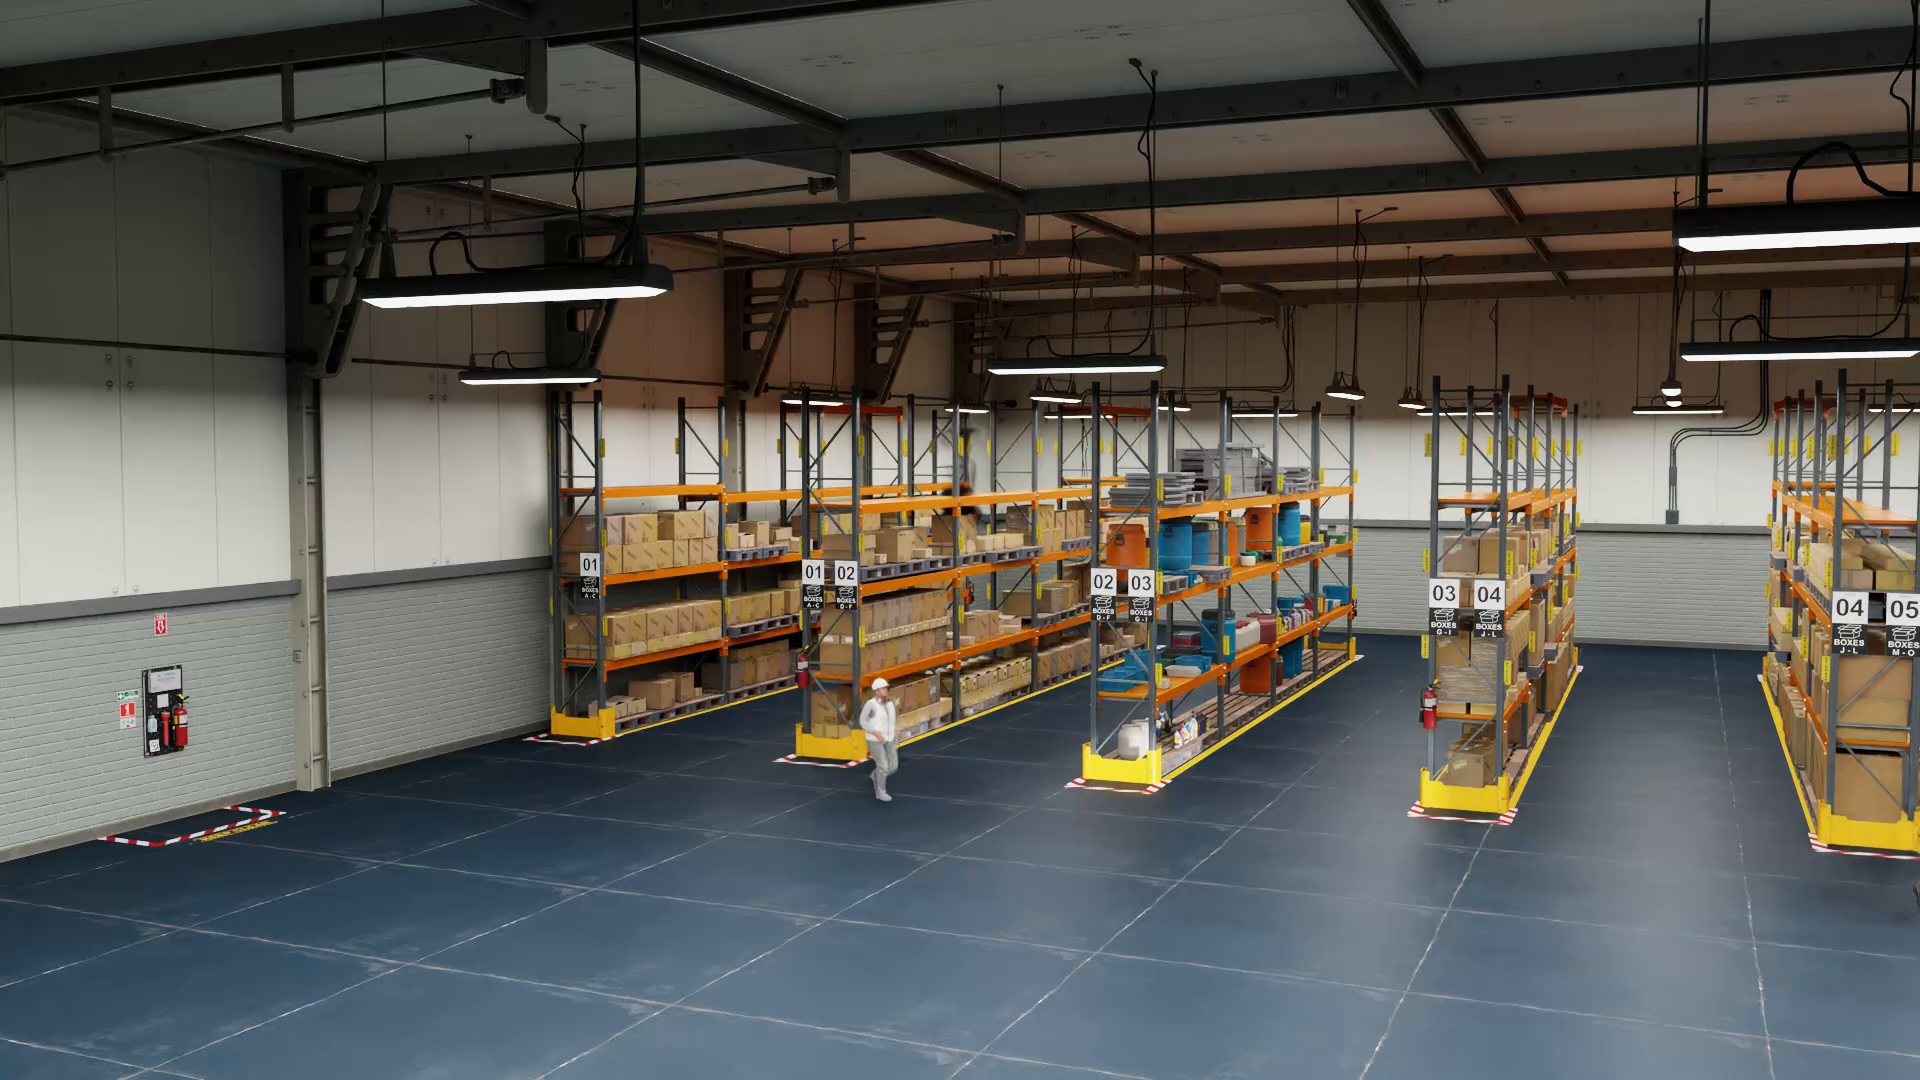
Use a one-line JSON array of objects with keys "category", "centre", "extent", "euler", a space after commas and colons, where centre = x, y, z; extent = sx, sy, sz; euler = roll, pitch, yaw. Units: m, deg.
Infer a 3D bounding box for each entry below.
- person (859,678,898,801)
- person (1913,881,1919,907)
[{"category": "person", "centre": [-1.159, 2.829, 23.667], "extent": [0.668, 1.737, 0.585], "euler": [-3, 4, -43]}, {"category": "person", "centre": [10.324, 3.248, 17.180], "extent": [0.670, 1.679, 0.941], "euler": [-1, 3, -23]}]
